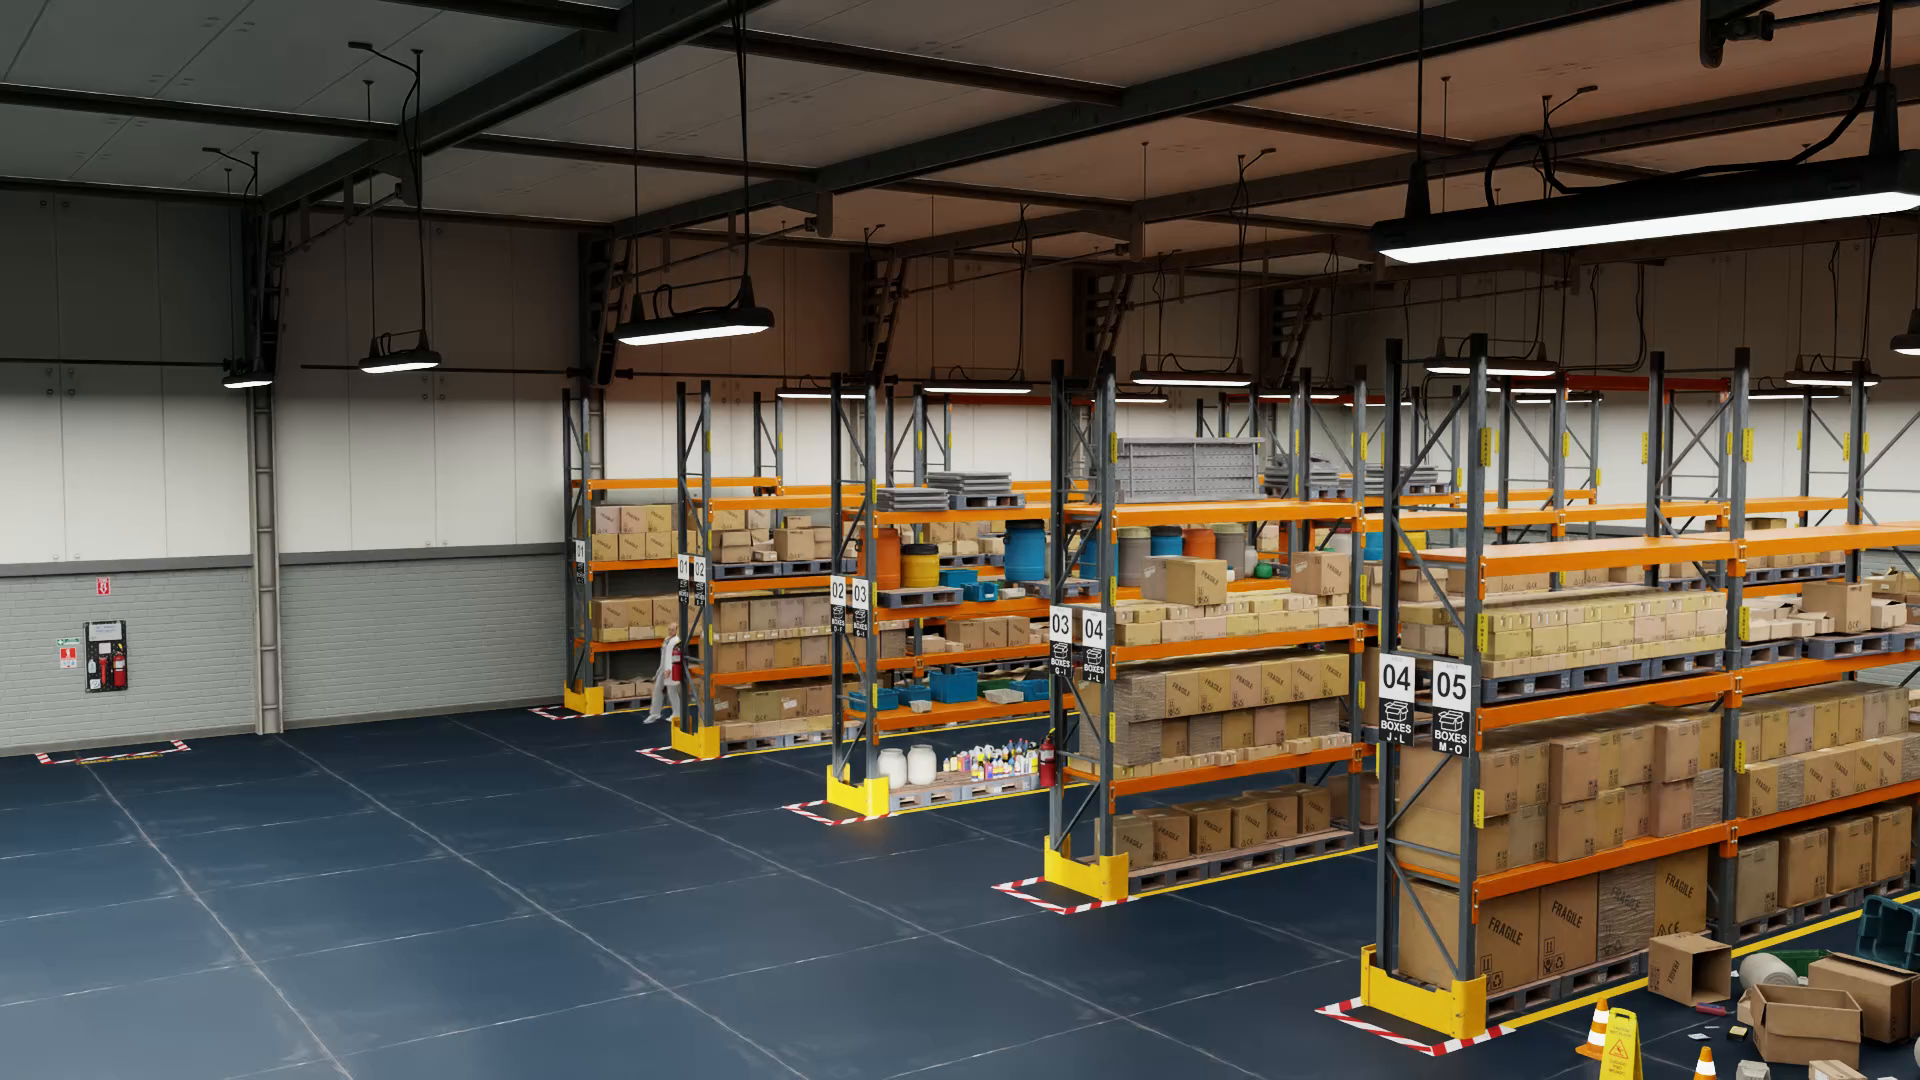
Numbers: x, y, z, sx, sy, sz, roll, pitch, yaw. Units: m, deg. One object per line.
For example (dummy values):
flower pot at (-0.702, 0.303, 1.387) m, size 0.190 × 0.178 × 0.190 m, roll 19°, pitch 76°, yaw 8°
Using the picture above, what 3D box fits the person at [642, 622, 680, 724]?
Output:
person at (-5.299, 2.442, 29.753) m, size 0.746 × 1.686 × 0.620 m, roll -3°, pitch 5°, yaw -43°
